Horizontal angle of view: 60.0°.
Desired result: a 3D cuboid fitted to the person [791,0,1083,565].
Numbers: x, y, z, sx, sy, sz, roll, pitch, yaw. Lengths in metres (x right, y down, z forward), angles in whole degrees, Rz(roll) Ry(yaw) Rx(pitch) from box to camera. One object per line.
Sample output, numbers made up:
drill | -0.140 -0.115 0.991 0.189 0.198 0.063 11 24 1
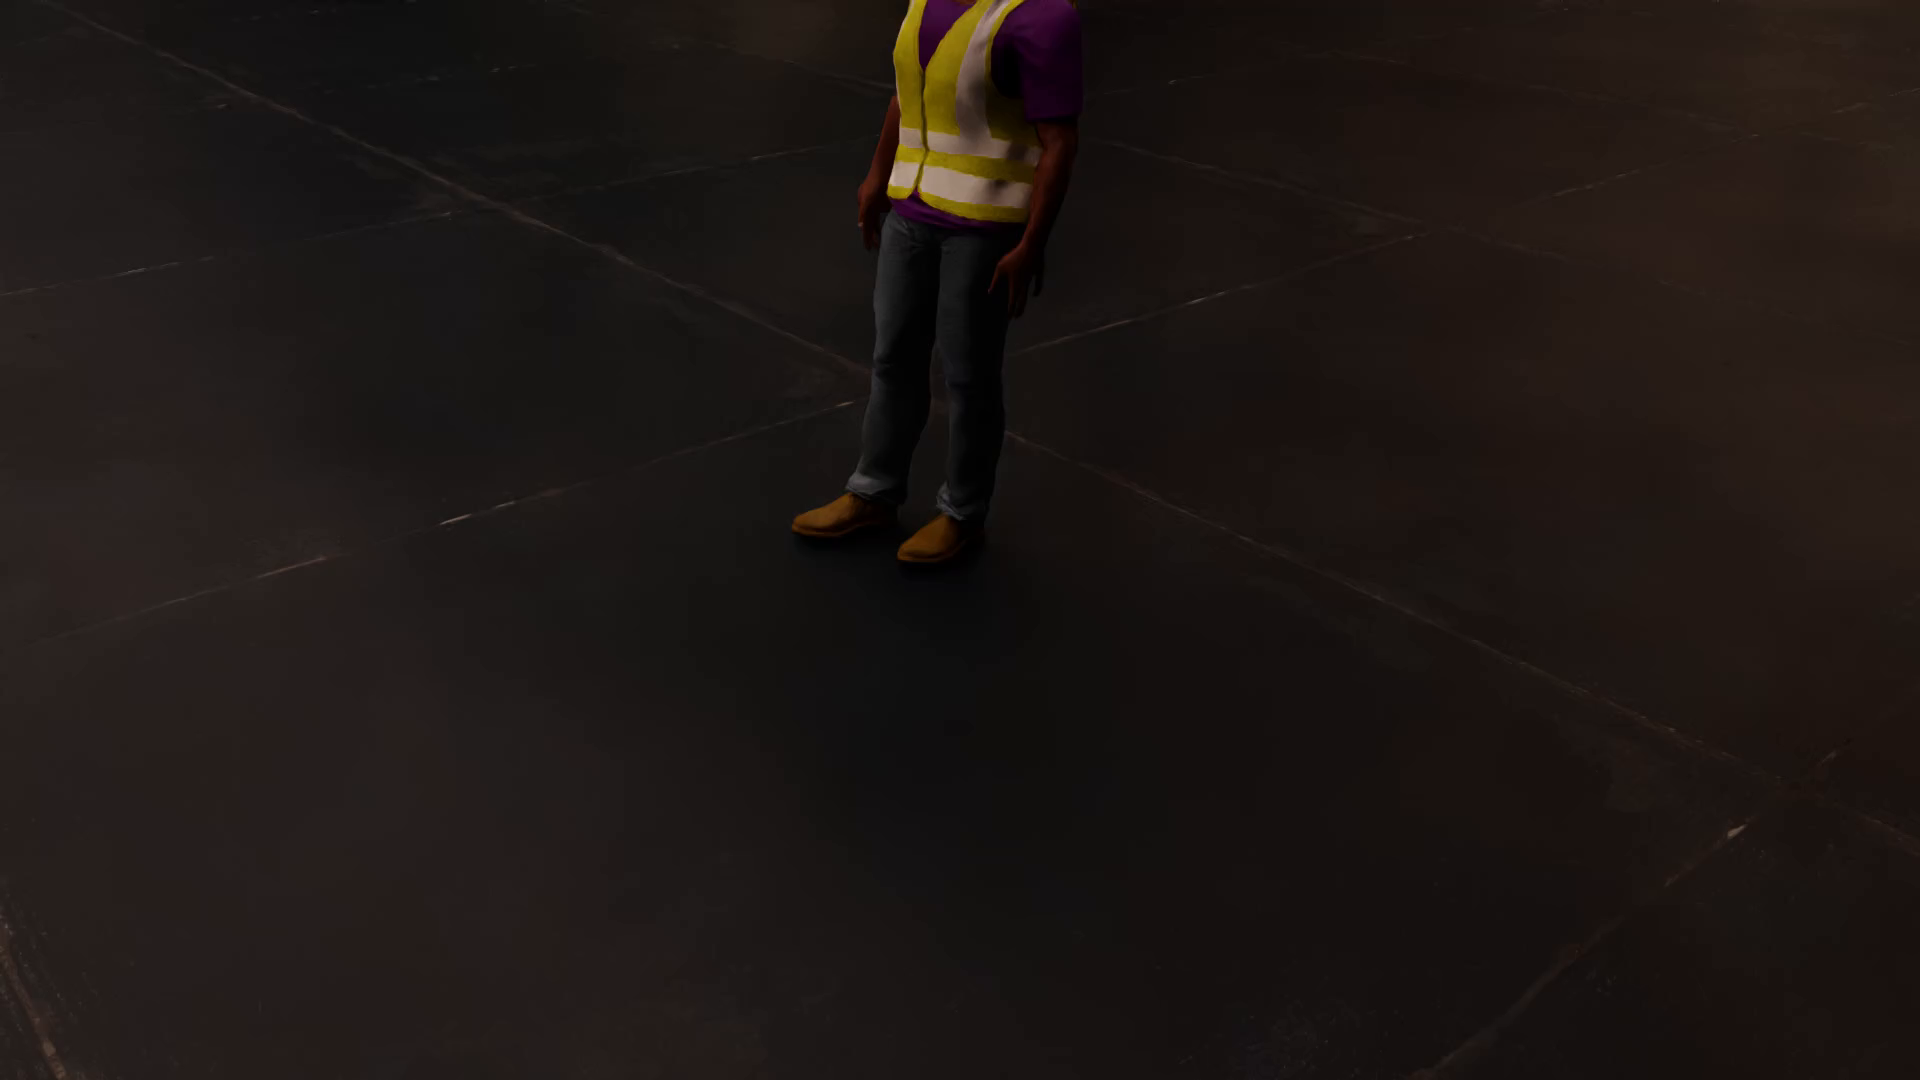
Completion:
person | -0.057 -0.779 4.070 0.576 1.765 0.665 -20 33 -35
